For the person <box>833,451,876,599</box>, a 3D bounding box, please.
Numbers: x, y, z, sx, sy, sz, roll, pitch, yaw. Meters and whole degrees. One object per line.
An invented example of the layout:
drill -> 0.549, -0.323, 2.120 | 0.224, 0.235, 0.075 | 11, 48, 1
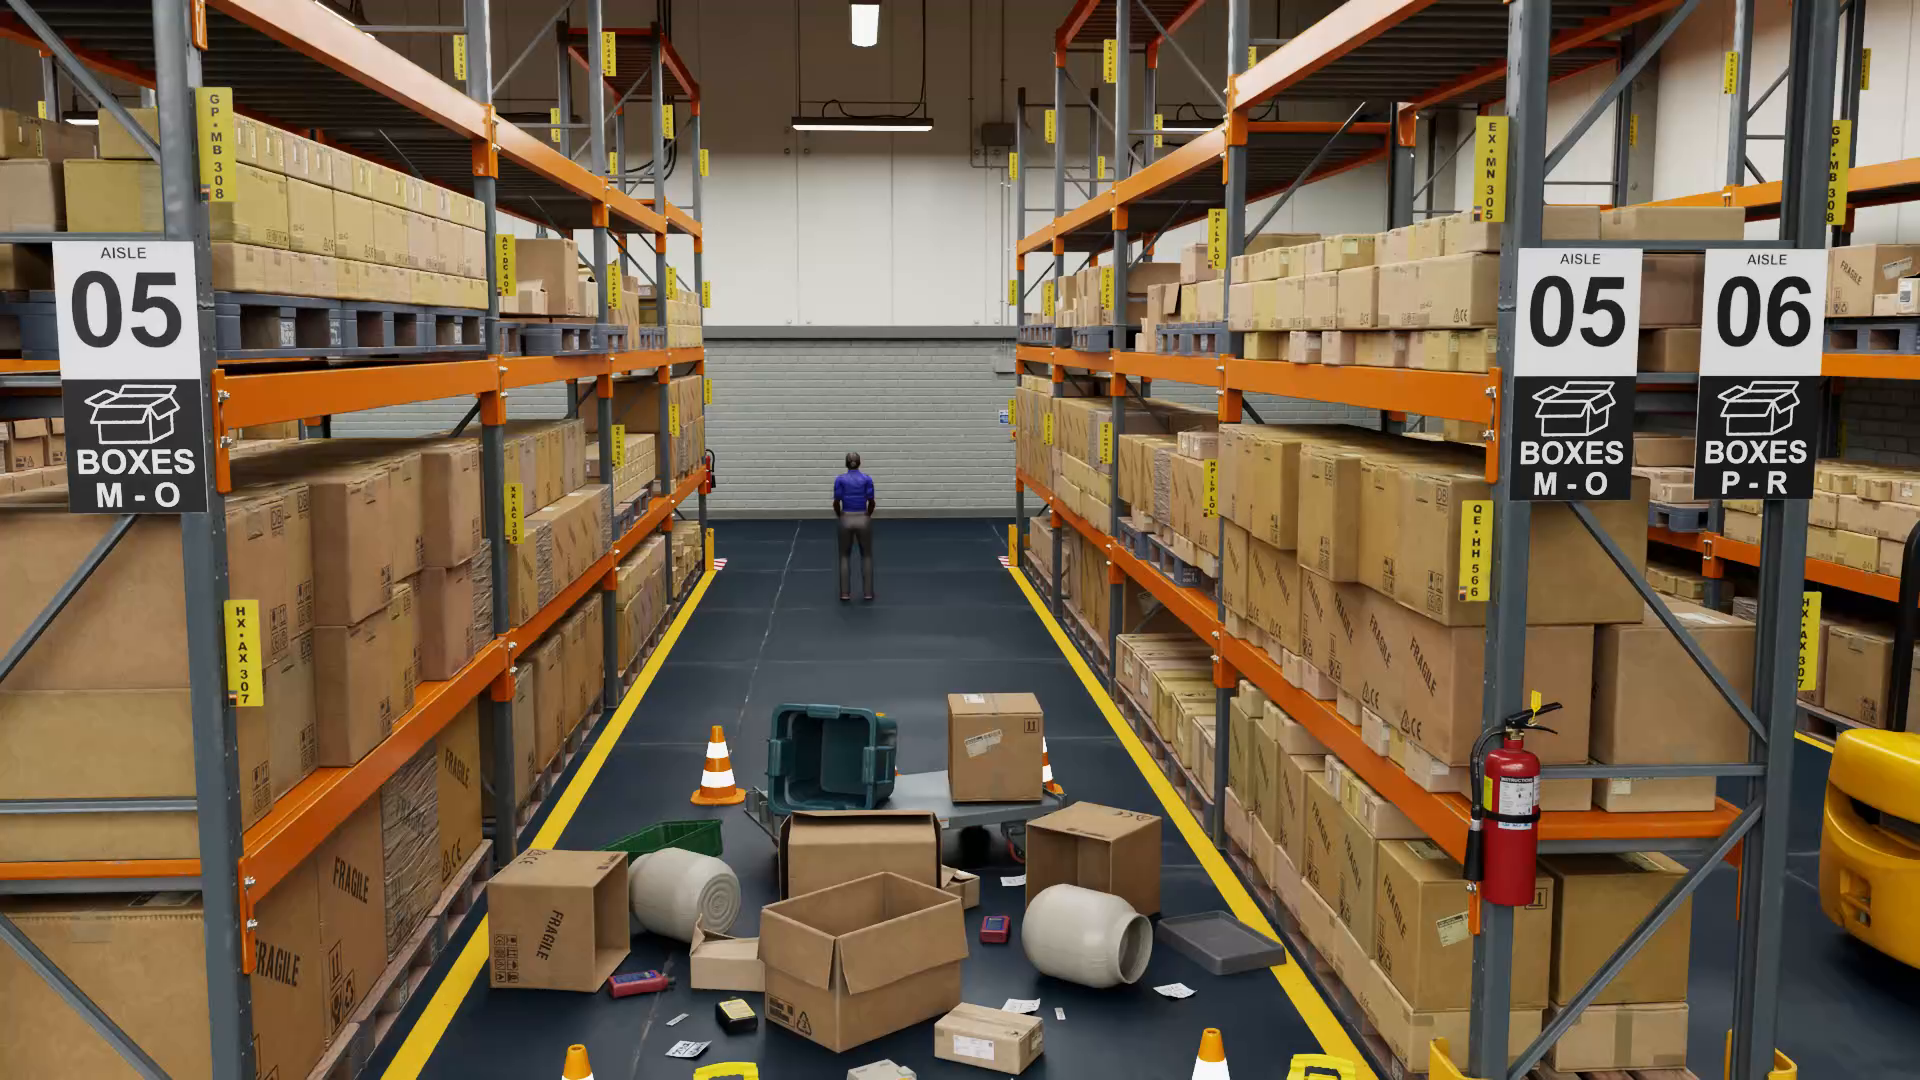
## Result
person -> -1.183, -0.167, 18.610 | 0.479, 1.663, 0.405 | -1, 7, -5
